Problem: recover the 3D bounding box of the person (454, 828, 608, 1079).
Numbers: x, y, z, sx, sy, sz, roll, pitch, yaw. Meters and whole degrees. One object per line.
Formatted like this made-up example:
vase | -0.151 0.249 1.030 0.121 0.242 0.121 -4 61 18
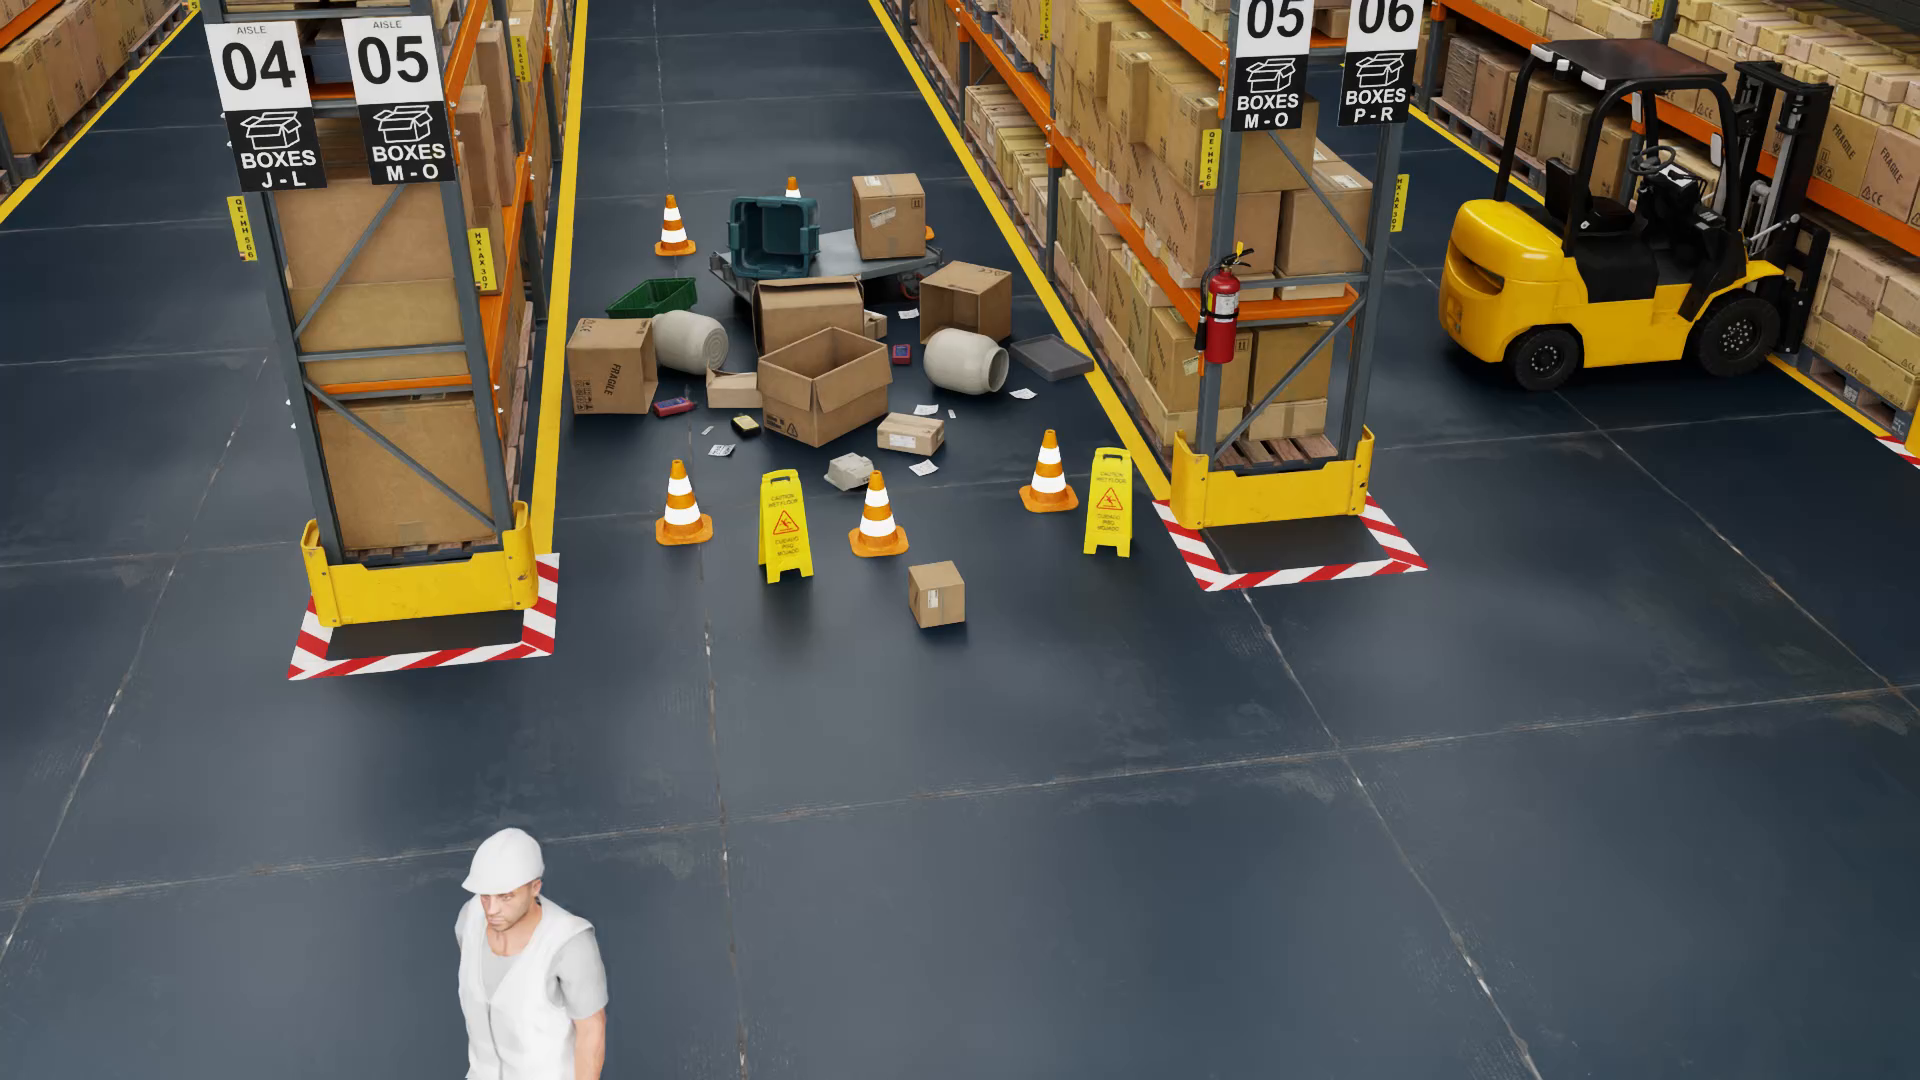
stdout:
person | -1.359 1.700 5.232 0.590 1.841 0.513 12 33 20
